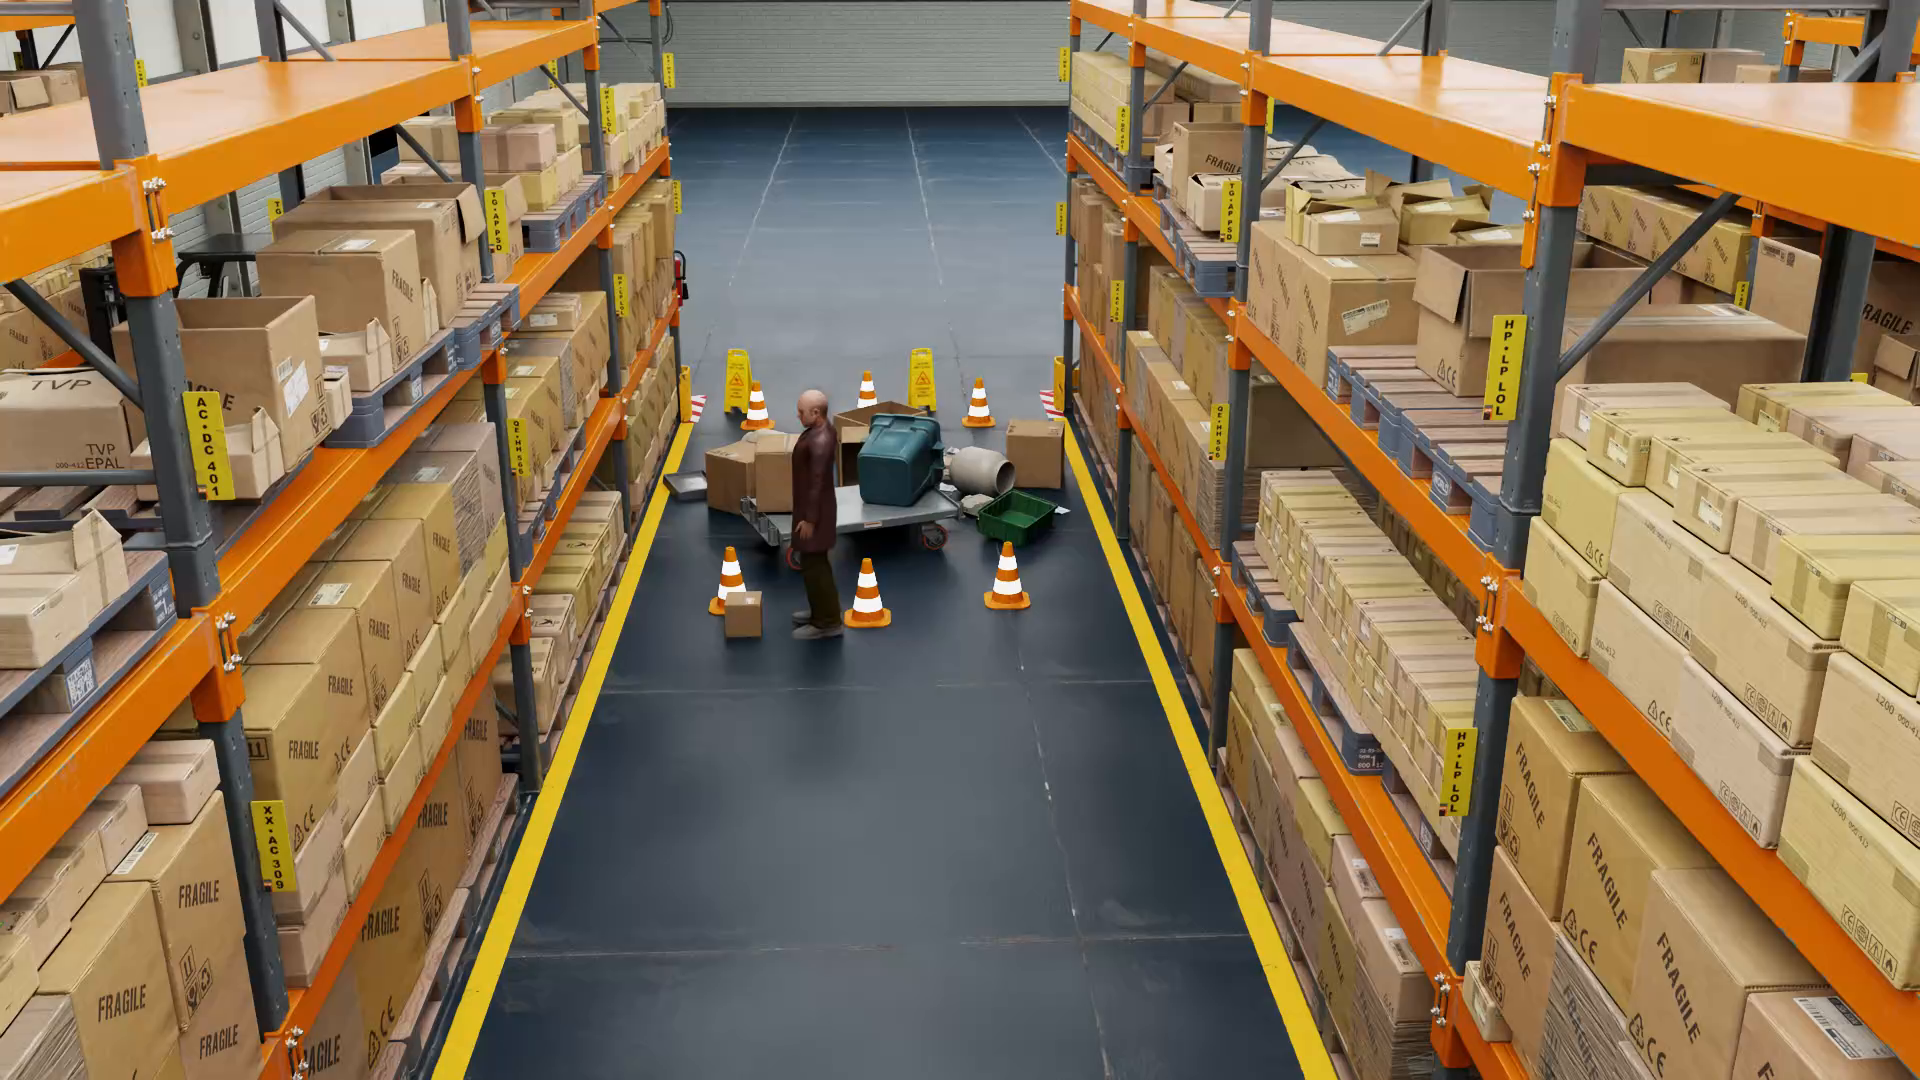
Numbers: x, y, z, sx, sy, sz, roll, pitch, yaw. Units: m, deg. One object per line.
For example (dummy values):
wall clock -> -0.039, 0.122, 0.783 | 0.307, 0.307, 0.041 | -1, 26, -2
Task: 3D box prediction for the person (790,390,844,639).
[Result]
person -> -1.021, -0.180, 11.619 | 0.385, 1.787, 0.562 | -1, 20, -2
